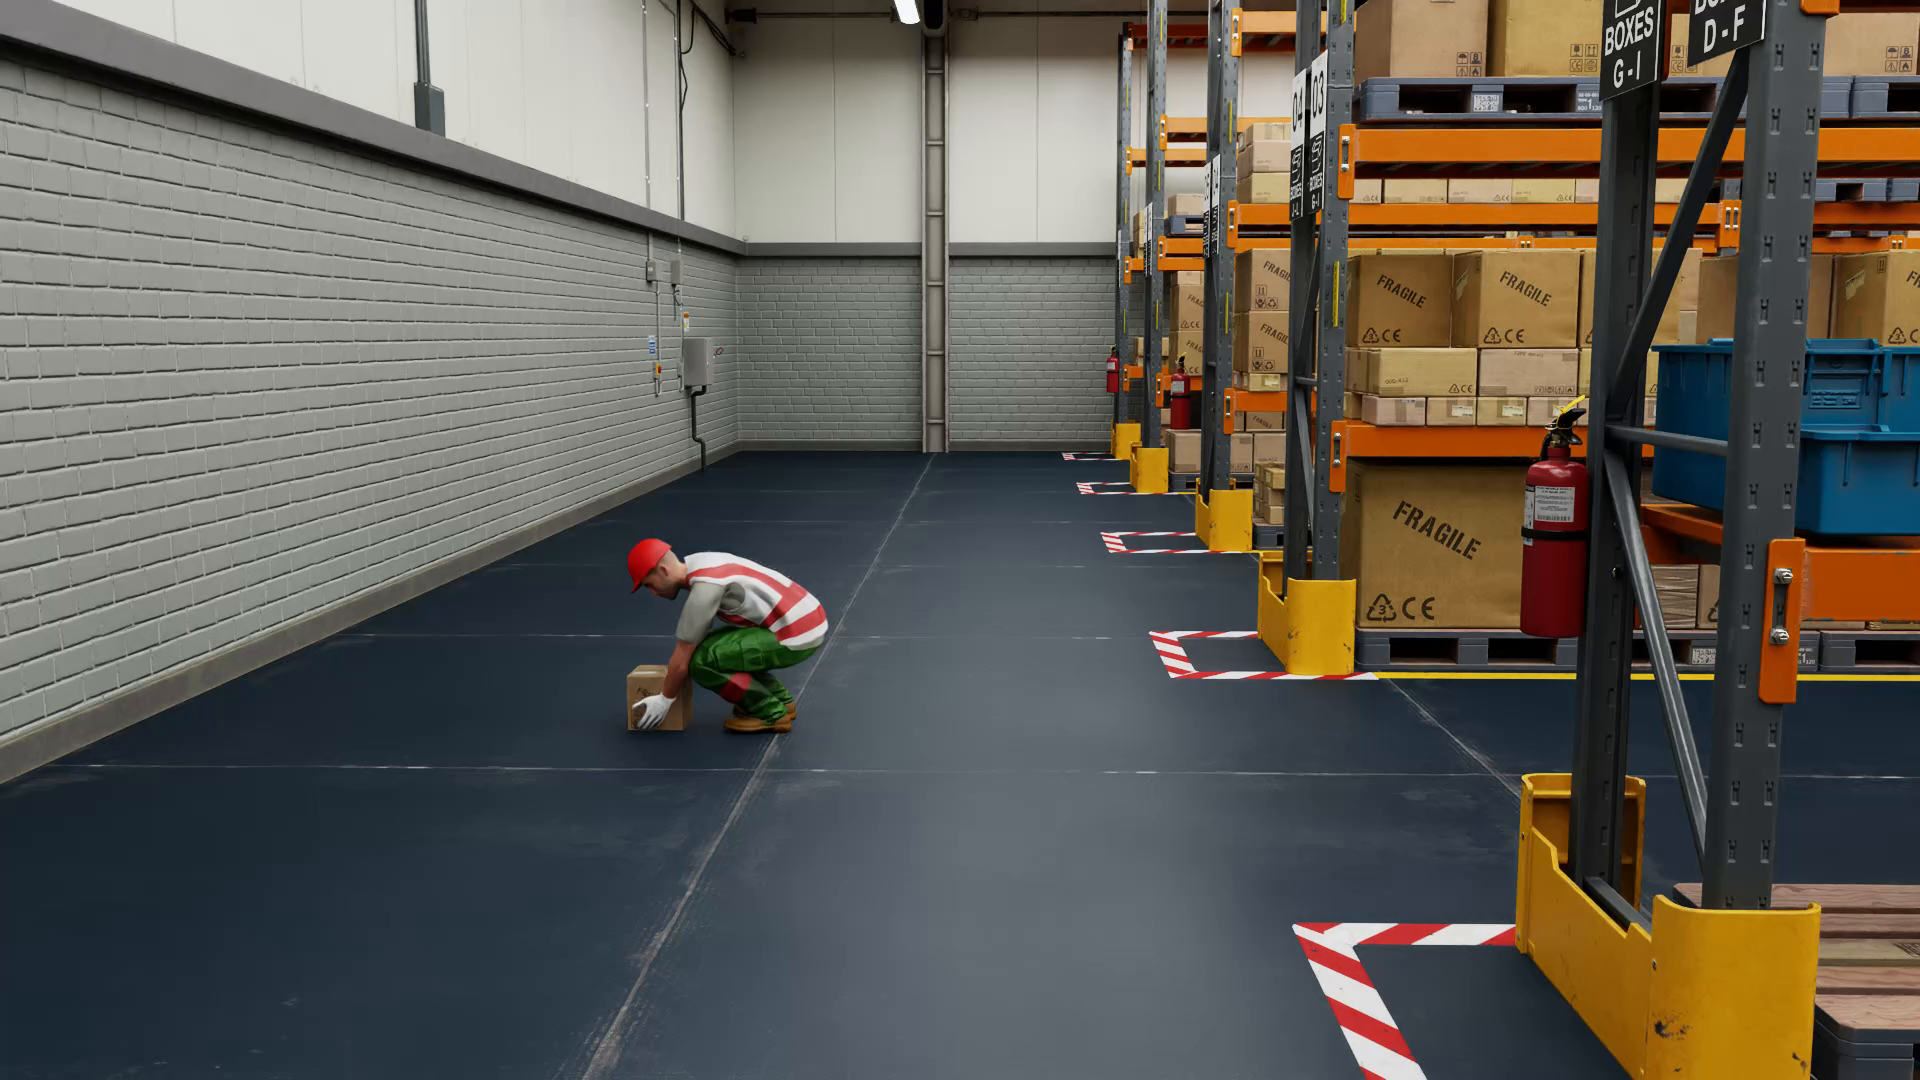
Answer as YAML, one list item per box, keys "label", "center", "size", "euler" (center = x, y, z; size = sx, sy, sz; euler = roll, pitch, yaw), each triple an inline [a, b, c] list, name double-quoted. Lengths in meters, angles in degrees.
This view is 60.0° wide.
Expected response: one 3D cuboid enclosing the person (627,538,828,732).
- label: "person"
  center: [-1.047, 0.422, 7.539]
  size: [0.889, 0.878, 0.563]
  euler: [0, 7, 1]
